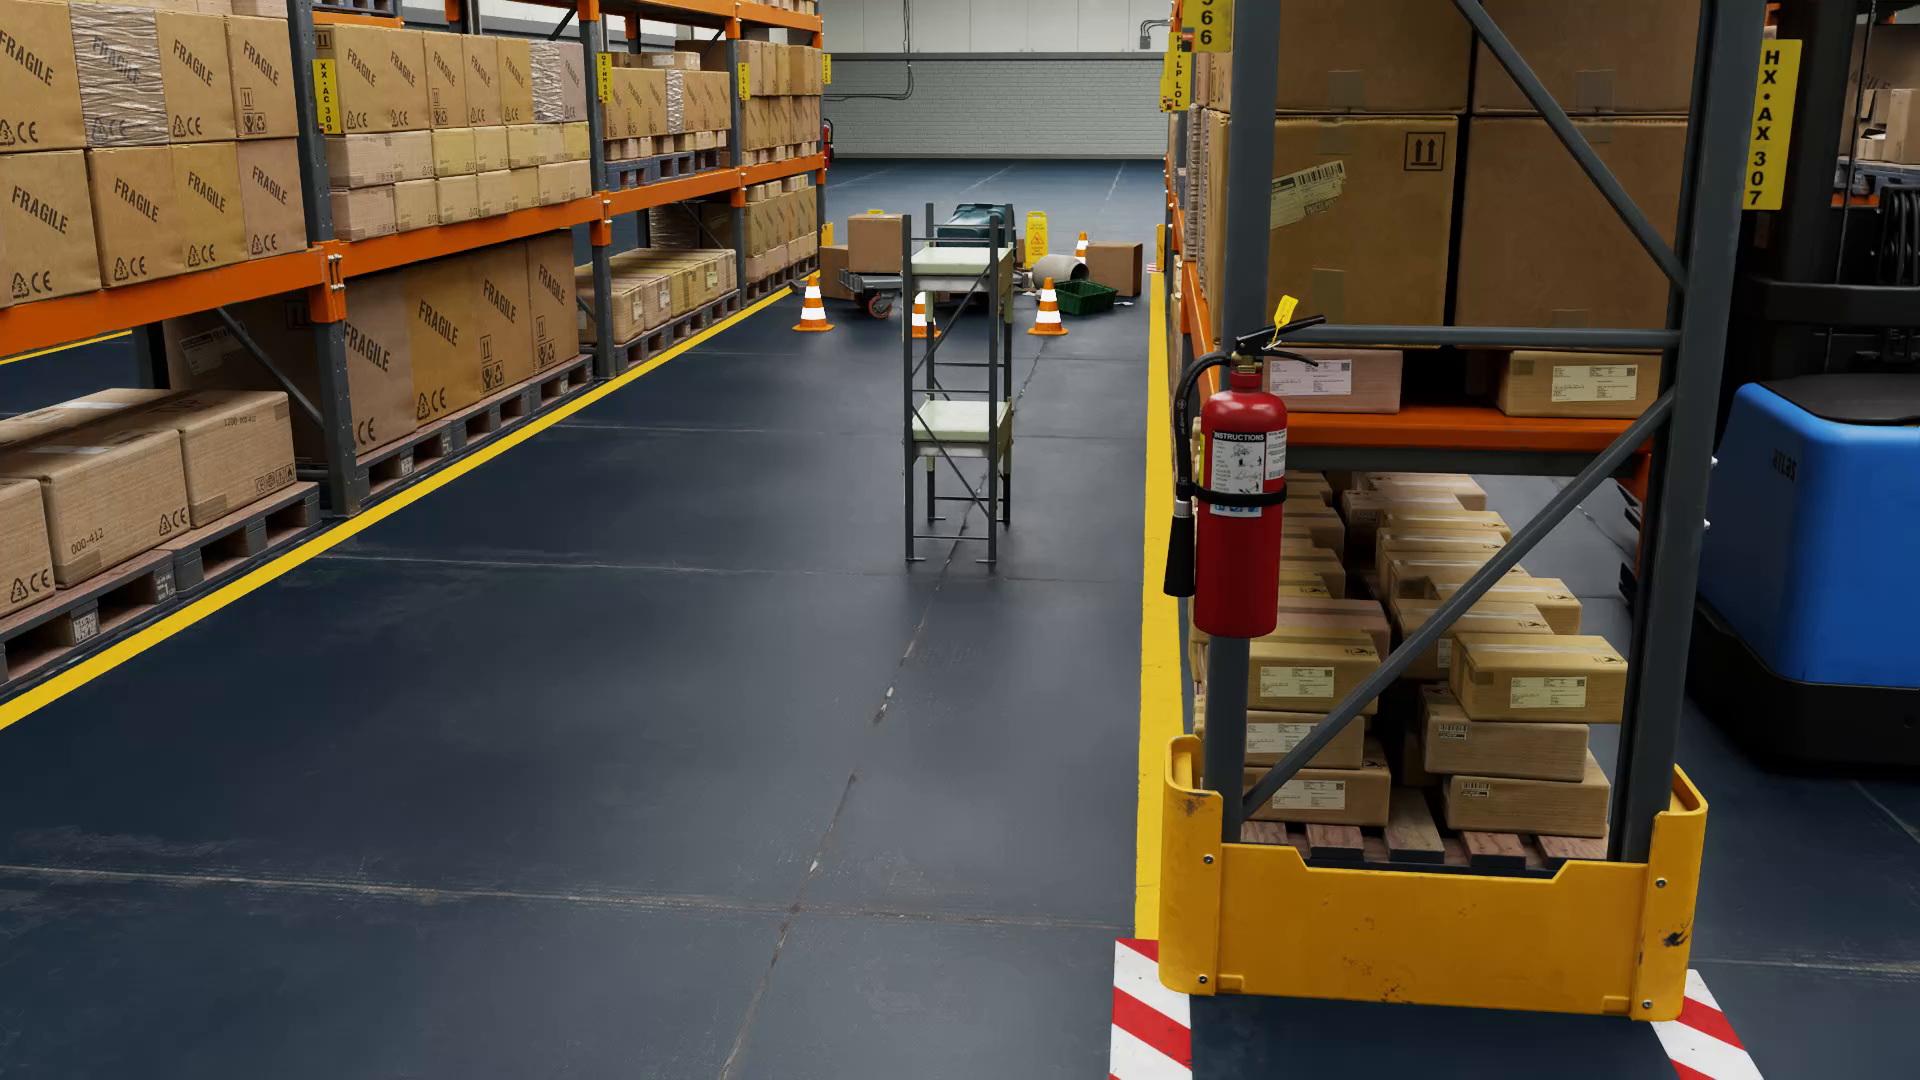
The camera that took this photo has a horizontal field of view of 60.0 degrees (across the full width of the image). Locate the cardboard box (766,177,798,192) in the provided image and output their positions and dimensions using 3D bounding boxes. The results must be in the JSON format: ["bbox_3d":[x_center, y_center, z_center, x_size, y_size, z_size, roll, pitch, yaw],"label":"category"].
[{"bbox_3d":[-1.943,-3.790,17.717,0.380,0.149,0.250,2,15,9],"label":"cardboard box"}]

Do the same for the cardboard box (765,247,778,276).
[{"bbox_3d":[-2.142,-2.808,16.762,0.500,0.250,0.500,3,15,9],"label":"cardboard box"}]

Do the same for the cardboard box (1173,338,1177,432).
[{"bbox_3d":[1.393,-0.782,8.793,0.500,0.500,0.500,1,15,5],"label":"cardboard box"}]

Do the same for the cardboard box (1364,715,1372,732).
[{"bbox_3d":[0.909,0.402,4.516,0.380,0.149,0.250,1,15,5],"label":"cardboard box"}]

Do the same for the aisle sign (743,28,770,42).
[{"bbox_3d":[-2.376,-5.966,18.999,0.394,0.787,0.004,2,15,6],"label":"aisle sign"}]

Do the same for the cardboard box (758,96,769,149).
[{"bbox_3d":[-2.166,-4.077,16.232,0.500,0.500,0.500,2,15,6],"label":"cardboard box"}]

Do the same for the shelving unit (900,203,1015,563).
[{"bbox_3d":[0.001,-0.726,7.473,0.431,1.500,0.755,2,15,6],"label":"shelving unit"}]

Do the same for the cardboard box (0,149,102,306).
[{"bbox_3d":[-3.396,-1.094,5.771,0.500,0.500,0.500,2,15,8],"label":"cardboard box"}]

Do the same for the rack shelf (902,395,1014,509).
[{"bbox_3d":[0.001,-0.411,7.558,0.431,0.370,0.720,2,15,6],"label":"rack shelf"}]

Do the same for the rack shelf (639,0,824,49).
[{"bbox_3d":[-2.300,-5.268,17.029,1.077,0.370,4.000,2,15,6],"label":"rack shelf"}]

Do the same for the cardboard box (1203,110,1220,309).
[{"bbox_3d":[0.908,-0.866,4.356,0.500,0.500,0.500,1,15,5],"label":"cardboard box"}]

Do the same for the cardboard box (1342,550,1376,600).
[{"bbox_3d":[1.453,0.143,5.474,0.380,0.149,0.250,2,15,9],"label":"cardboard box"}]

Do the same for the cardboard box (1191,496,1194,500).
[{"bbox_3d":[1.111,-0.126,7.040,0.380,0.149,0.250,2,15,8],"label":"cardboard box"}]

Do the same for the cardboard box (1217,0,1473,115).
[{"bbox_3d":[0.854,-1.217,3.739,0.500,0.500,0.500,1,15,5],"label":"cardboard box"}]

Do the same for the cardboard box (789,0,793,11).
[{"bbox_3d":[-1.972,-5.649,17.540,0.380,0.149,0.250,2,15,6],"label":"cardboard box"}]

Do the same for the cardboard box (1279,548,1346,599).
[{"bbox_3d":[0.938,0.125,4.969,0.380,0.149,0.250,1,15,4],"label":"cardboard box"}]

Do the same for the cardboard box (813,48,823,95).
[{"bbox_3d":[-1.915,-5.221,18.549,0.700,0.500,0.500,1,15,5],"label":"cardboard box"}]

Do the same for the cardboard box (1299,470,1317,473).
[{"bbox_3d":[1.180,-0.279,6.466,0.380,0.149,0.250,1,15,5],"label":"cardboard box"}]

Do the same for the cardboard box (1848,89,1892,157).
[{"bbox_3d":[7.217,-3.157,12.587,0.797,0.503,0.637,3,15,12],"label":"cardboard box"}]

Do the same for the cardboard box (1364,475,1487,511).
[{"bbox_3d":[1.646,-0.127,5.903,0.380,0.149,0.250,1,15,4],"label":"cardboard box"}]

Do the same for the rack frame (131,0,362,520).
[{"bbox_3d":[-3.429,-1.574,7.735,1.000,3.000,0.127,2,15,6],"label":"rack frame"}]

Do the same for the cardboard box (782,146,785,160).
[{"bbox_3d":[-2.017,-3.997,17.179,0.380,0.149,0.250,2,15,6],"label":"cardboard box"}]

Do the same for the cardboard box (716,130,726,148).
[{"bbox_3d":[-2.310,-3.588,14.862,0.380,0.149,0.250,2,15,7],"label":"cardboard box"}]

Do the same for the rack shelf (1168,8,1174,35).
[{"bbox_3d":[2.630,-5.148,16.586,1.077,0.370,4.000,2,15,6],"label":"rack shelf"}]

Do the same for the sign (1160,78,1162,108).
[{"bbox_3d":[2.305,-5.040,18.745,0.100,0.325,0.005,2,15,6],"label":"sign"}]

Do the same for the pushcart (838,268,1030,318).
[{"bbox_3d":[-0.255,-2.328,15.550,1.648,0.377,0.936,-4,16,-13],"label":"pushcart"}]

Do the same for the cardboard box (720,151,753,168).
[{"bbox_3d":[-2.172,-3.599,15.708,0.380,0.149,0.250,2,15,6],"label":"cardboard box"}]

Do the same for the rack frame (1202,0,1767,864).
[{"bbox_3d":[1.050,-0.416,3.456,1.000,3.000,0.127,2,15,6],"label":"rack frame"}]

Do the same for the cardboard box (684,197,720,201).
[{"bbox_3d":[-2.670,-3.179,16.699,0.500,0.500,0.500,2,15,7],"label":"cardboard box"}]

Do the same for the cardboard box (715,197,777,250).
[{"bbox_3d":[-2.142,-3.170,16.666,0.500,0.500,0.500,2,15,9],"label":"cardboard box"}]

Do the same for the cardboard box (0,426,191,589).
[{"bbox_3d":[-3.706,-0.148,6.565,0.875,0.438,0.875,1,15,5],"label":"cardboard box"}]

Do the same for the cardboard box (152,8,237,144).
[{"bbox_3d":[-3.273,-1.843,6.623,0.500,0.500,0.500,1,15,5],"label":"cardboard box"}]

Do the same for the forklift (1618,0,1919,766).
[{"bbox_3d":[3.178,-1.062,5.975,1.130,2.935,3.031,2,15,9],"label":"forklift"}]

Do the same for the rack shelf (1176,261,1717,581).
[{"bbox_3d":[1.276,-0.588,5.468,1.077,0.370,4.000,2,15,6],"label":"rack shelf"}]

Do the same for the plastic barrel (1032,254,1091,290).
[{"bbox_3d":[1.008,-2.625,16.557,0.421,0.421,0.512,-14,20,-42],"label":"plastic barrel"}]

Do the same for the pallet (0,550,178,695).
[{"bbox_3d":[-3.727,0.285,6.204,1.003,0.211,1.213,2,15,6],"label":"pallet"}]

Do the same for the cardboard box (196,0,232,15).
[{"bbox_3d":[-3.285,-2.263,6.935,0.380,0.149,0.250,2,15,8],"label":"cardboard box"}]

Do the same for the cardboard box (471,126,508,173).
[{"bbox_3d":[-2.929,-2.246,9.550,0.500,0.250,0.500,1,15,5],"label":"cardboard box"}]

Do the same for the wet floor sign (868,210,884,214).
[{"bbox_3d":[-0.990,-3.567,19.618,0.267,0.644,0.232,7,17,25],"label":"wet floor sign"}]

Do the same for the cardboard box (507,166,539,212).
[{"bbox_3d":[-2.891,-2.137,10.105,0.500,0.250,0.500,2,15,6],"label":"cardboard box"}]

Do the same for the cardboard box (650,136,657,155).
[{"bbox_3d":[-2.620,-3.123,13.142,0.380,0.149,0.250,2,15,8],"label":"cardboard box"}]

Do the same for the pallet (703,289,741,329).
[{"bbox_3d":[-2.612,-2.100,15.025,1.003,0.211,1.213,2,15,6],"label":"pallet"}]

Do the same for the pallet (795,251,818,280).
[{"bbox_3d":[-2.210,-3.110,18.760,1.003,0.211,1.213,2,15,6],"label":"pallet"}]

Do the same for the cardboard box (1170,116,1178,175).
[{"bbox_3d":[1.904,-3.056,13.027,0.500,0.500,0.500,2,15,7],"label":"cardboard box"}]

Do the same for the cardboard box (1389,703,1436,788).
[{"bbox_3d":[1.375,0.560,4.501,0.380,0.149,0.250,2,15,6],"label":"cardboard box"}]

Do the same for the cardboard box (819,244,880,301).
[{"bbox_3d":[-1.053,-2.681,16.614,0.500,0.500,0.500,-14,20,-42],"label":"cardboard box"}]

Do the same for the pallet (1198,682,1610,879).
[{"bbox_3d":[1.185,0.700,4.668,1.003,0.211,1.213,2,15,6],"label":"pallet"}]

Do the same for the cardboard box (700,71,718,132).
[{"bbox_3d":[-2.405,-3.788,14.358,0.500,0.500,0.500,2,15,7],"label":"cardboard box"}]

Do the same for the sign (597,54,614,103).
[{"bbox_3d":[-2.425,-3.154,11.363,0.100,0.325,0.005,2,15,6],"label":"sign"}]

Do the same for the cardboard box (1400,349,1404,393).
[{"bbox_3d":[0.871,-0.452,4.067,0.380,0.149,0.250,2,15,6],"label":"cardboard box"}]

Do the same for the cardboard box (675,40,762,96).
[{"bbox_3d":[-2.261,-4.431,15.624,0.700,0.500,0.500,2,15,6],"label":"cardboard box"}]

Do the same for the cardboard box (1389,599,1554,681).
[{"bbox_3d":[1.358,0.269,4.438,0.380,0.149,0.250,2,15,7],"label":"cardboard box"}]

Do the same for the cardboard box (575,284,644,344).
[{"bbox_3d":[-2.904,-1.691,12.400,0.950,0.372,0.625,1,15,2],"label":"cardboard box"}]

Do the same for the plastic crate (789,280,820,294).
[{"bbox_3d":[-1.534,-2.622,17.206,0.402,0.080,0.583,-4,16,-13],"label":"plastic crate"}]

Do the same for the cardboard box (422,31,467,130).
[{"bbox_3d":[-3.004,-2.473,8.954,0.500,0.500,0.500,1,15,5],"label":"cardboard box"}]
